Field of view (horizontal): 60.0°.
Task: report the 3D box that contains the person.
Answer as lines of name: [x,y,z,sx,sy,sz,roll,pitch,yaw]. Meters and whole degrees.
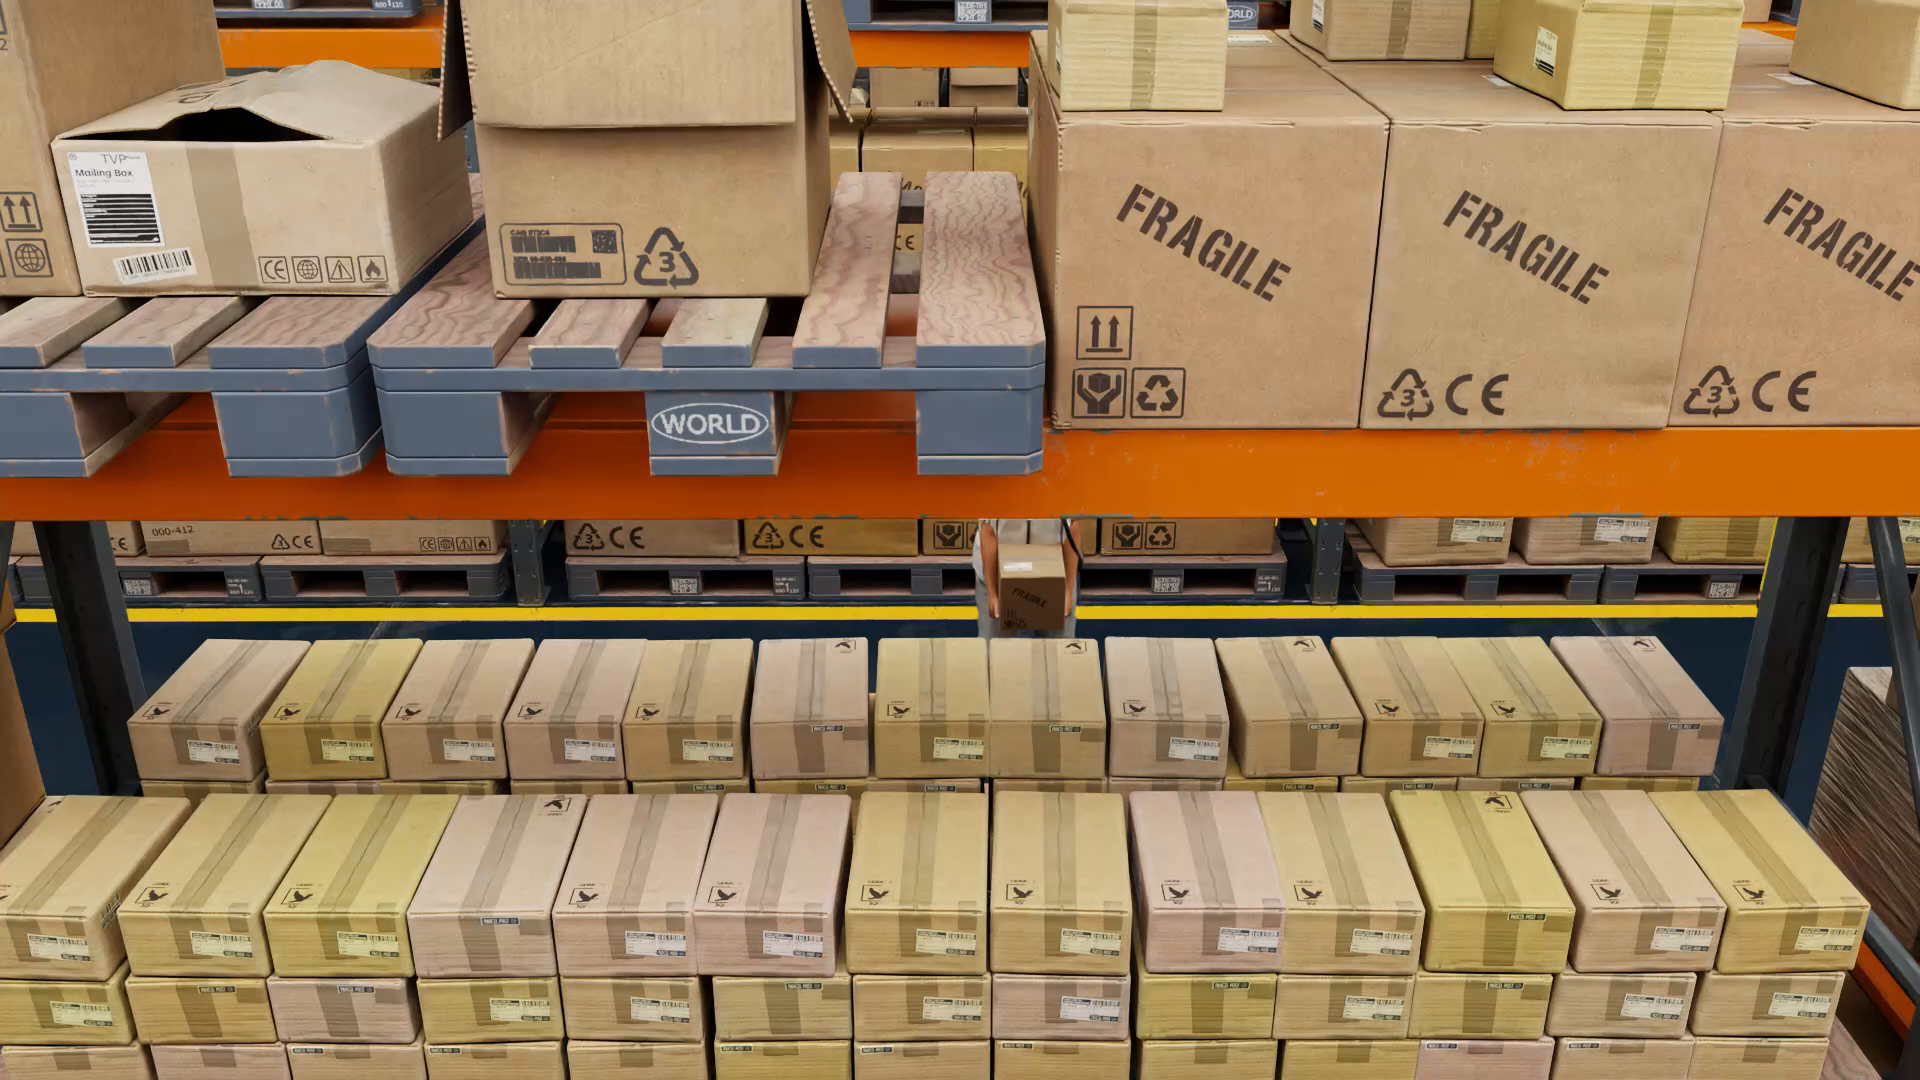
person: [0.279,0.189,6.699,0.452,1.660,0.560,-1,24,-1]
